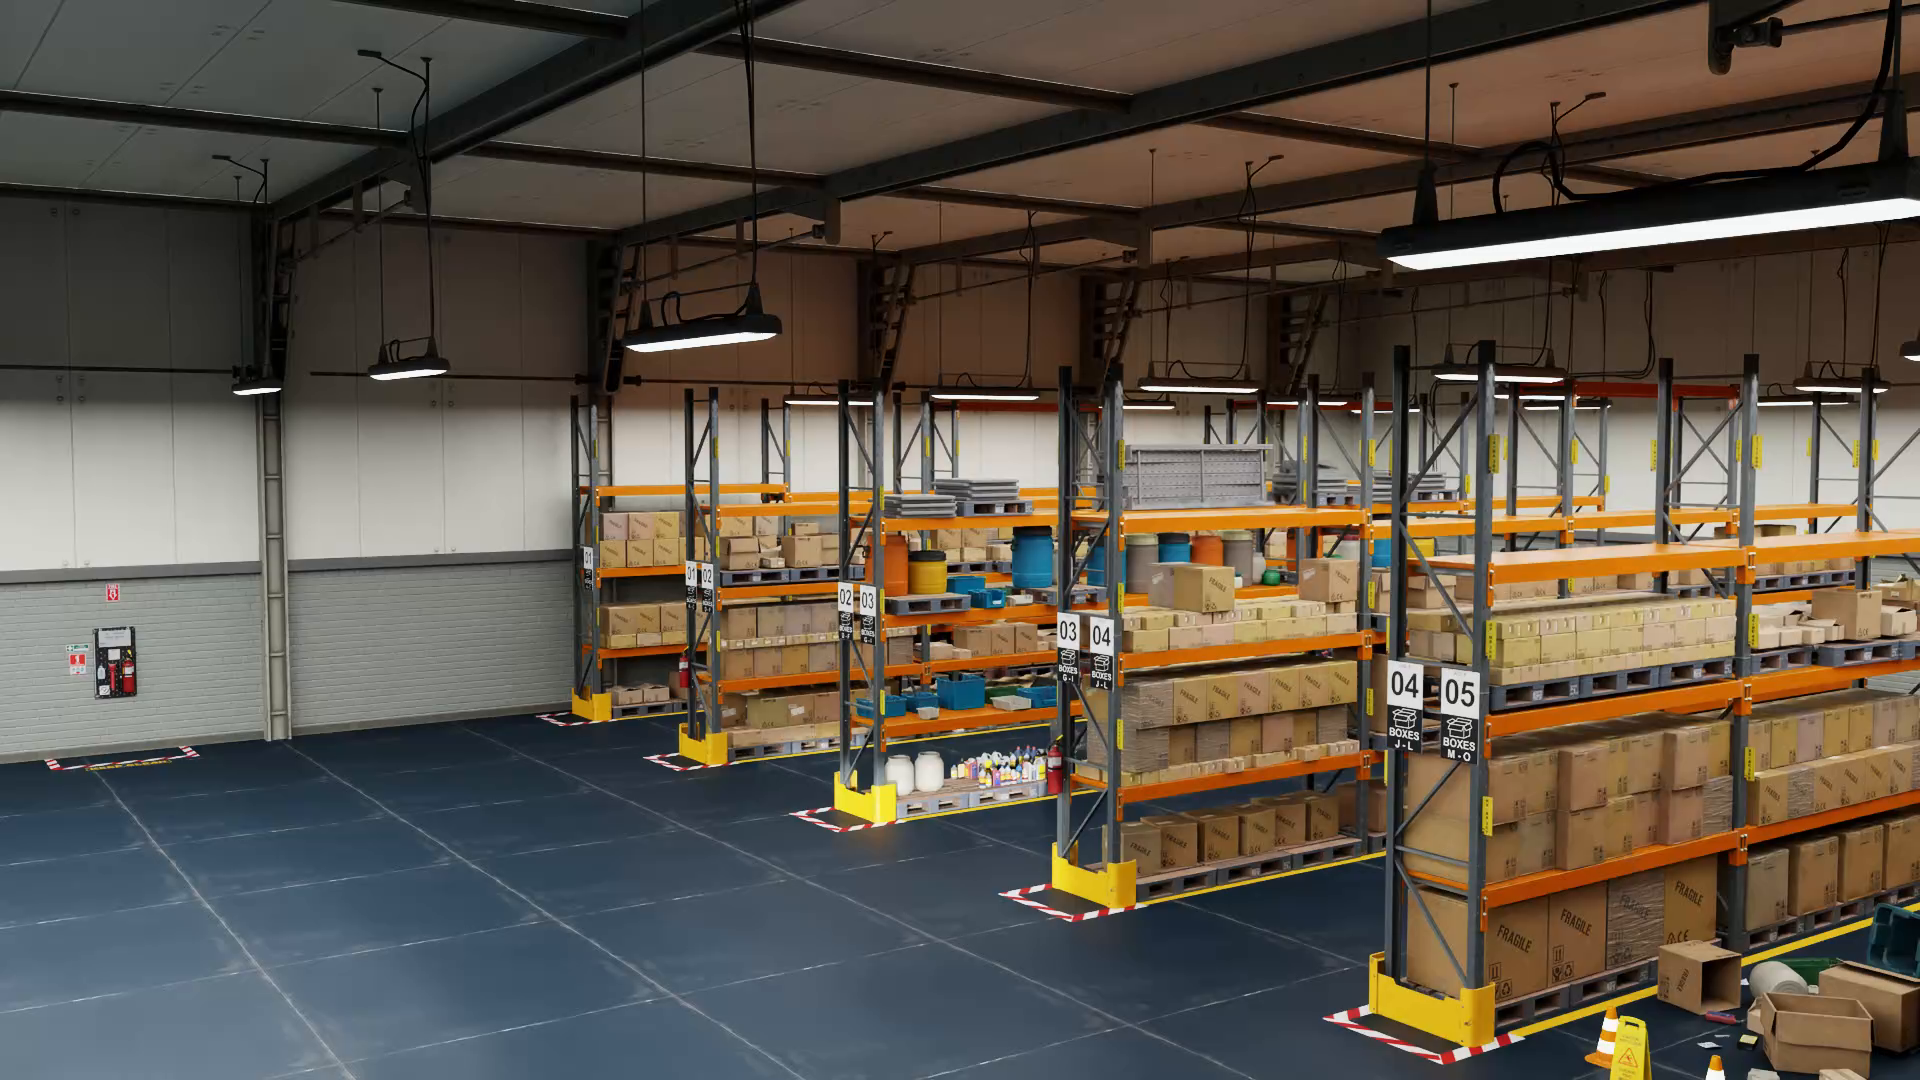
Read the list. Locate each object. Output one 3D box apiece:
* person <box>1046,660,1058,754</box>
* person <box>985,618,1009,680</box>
[{"bbox_3d":[1.587,2.742,27.196,0.486,1.616,0.431,2,4,30],"label":"person"},{"bbox_3d":[0.696,2.090,33.220,0.567,1.654,0.456,2,4,24],"label":"person"}]
